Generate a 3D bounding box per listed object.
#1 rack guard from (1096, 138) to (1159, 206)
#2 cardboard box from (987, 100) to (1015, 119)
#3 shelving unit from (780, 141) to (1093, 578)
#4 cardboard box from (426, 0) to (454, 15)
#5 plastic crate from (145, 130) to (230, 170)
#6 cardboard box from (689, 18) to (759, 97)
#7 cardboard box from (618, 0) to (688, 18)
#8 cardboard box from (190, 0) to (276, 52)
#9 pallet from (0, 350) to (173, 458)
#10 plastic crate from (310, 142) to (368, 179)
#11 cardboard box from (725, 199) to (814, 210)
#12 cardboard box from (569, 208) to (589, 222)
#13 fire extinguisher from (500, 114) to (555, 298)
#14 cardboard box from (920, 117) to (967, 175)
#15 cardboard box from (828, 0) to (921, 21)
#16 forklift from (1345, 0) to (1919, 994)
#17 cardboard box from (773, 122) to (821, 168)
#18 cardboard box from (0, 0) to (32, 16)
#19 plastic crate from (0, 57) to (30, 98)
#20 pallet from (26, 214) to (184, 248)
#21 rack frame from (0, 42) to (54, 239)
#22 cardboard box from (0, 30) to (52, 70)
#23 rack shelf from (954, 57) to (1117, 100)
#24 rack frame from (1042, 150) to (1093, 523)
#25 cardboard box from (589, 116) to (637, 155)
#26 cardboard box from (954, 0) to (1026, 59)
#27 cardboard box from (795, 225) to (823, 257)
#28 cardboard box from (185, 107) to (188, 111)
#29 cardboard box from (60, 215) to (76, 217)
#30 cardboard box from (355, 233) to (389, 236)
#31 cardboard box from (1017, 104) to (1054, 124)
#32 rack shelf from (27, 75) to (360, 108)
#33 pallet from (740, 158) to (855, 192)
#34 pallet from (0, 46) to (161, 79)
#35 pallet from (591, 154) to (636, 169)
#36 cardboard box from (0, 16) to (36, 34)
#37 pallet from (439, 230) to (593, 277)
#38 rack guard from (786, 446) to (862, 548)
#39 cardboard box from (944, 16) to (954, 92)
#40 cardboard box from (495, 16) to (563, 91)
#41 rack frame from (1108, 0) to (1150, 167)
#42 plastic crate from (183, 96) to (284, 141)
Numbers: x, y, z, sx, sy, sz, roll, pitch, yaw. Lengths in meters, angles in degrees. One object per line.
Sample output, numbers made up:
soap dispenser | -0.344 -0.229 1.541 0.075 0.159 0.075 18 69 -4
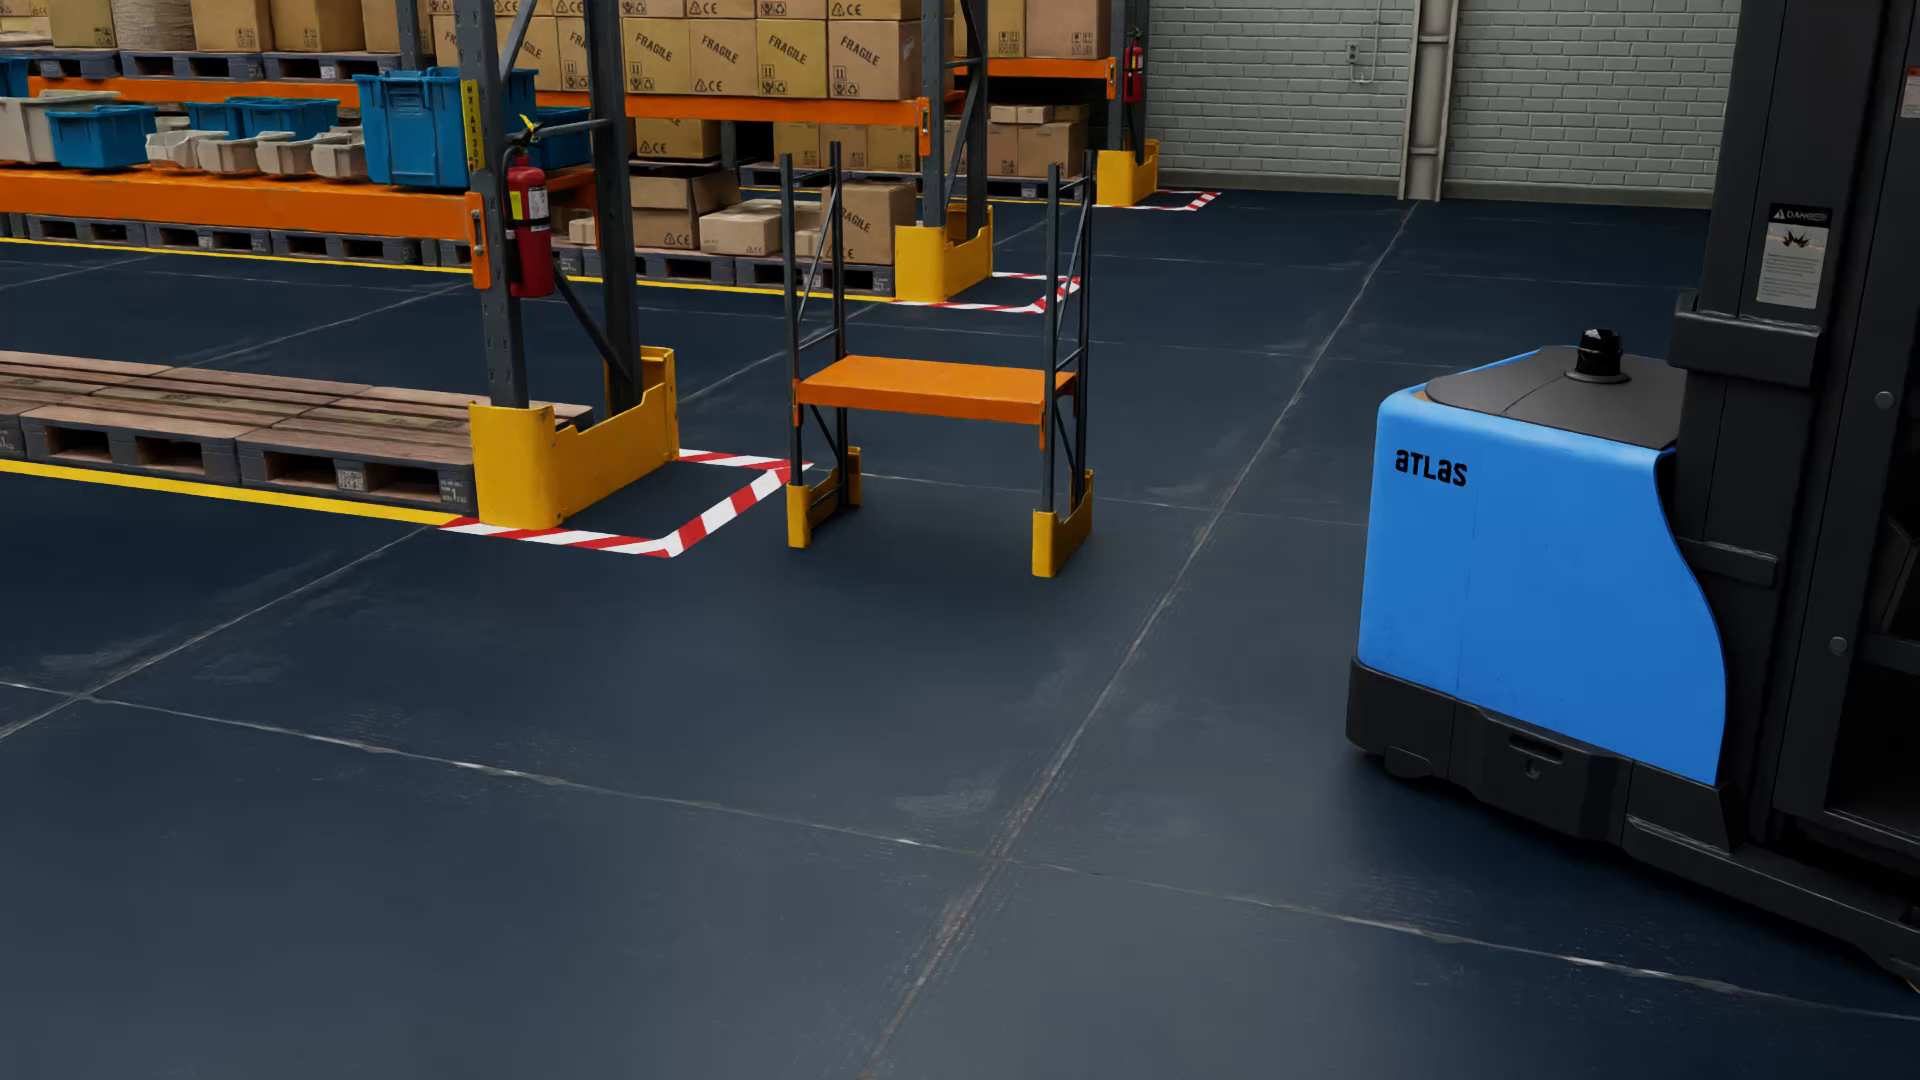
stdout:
rack guard | 1.617 -3.544 15.983 0.348 0.500 1.175 7 20 18
cardboard box | 0.369 -4.226 16.316 0.250 0.149 0.380 7 20 19
shelving unit | -0.072 -0.716 6.353 1.083 1.500 0.587 7 20 18
cardboard box | -3.453 -3.999 11.821 0.500 0.500 0.500 7 20 19
plastic crate | -3.312 -1.666 7.109 0.250 0.136 0.298 7 20 18
cardboard box | -1.501 -3.308 11.356 0.500 0.500 0.500 7 20 18
cardboard box | -1.992 -3.832 11.343 0.500 0.500 0.500 7 20 20
cardboard box | -5.495 -4.035 12.806 0.500 0.500 0.700 1 19 4
pallet | -4.728 -0.694 8.248 1.213 0.211 1.003 7 20 18
plastic crate | -2.486 -1.582 6.867 0.243 0.136 0.396 7 20 18
cardboard box | -1.393 -2.350 12.271 0.500 0.250 0.500 7 20 18
cardboard box | -2.801 -2.485 12.810 0.250 0.149 0.380 7 20 18
fire extinguisher | -1.663 -1.276 6.364 0.183 0.674 0.296 7 20 18
cardboard box | -0.047 -3.897 16.359 0.500 0.500 0.700 6 20 16
cardboard box | -0.538 -3.668 10.871 0.500 0.500 0.500 6 20 18
forklift | 2.474 -0.509 3.585 1.130 2.935 3.031 -17 25 -40
cardboard box | -1.511 -4.064 16.838 0.500 0.500 0.700 7 20 19
cardboard box | -10.762 -6.323 19.216 0.500 0.500 0.500 6 20 18
plastic crate | -4.882 -2.155 8.134 0.575 0.384 0.392 7 20 18
pallet | -6.892 -2.641 13.832 1.213 0.211 1.003 7 20 18
rack frame | -7.584 -4.050 13.638 0.127 3.000 1.000 7 20 18
cardboard box | -7.914 -4.061 13.805 0.500 0.311 0.500 8 21 21
rack shelf | -0.295 -4.603 16.317 4.000 0.370 1.077 7 20 18
rack frame | 0.400 -0.663 6.198 0.032 1.500 0.500 7 20 18
cardboard box | -3.681 -4.467 17.462 0.750 0.750 0.750 7 20 20
cardboard box | 0.419 -4.995 15.894 0.700 0.700 0.980 6 20 18
cardboard box | -0.975 -2.110 11.708 0.250 0.166 0.380 7 20 18
cardboard box | -8.535 -4.936 19.308 0.500 0.500 0.700 6 20 17
cardboard box | -7.248 -2.940 13.582 0.500 0.500 0.500 7 21 20
cardboard box | -4.366 -2.610 12.635 0.500 0.500 0.500 6 20 18
cardboard box | 0.719 -4.053 15.820 0.250 0.149 0.380 6 20 17
rack shelf | -5.695 -3.495 13.137 4.000 0.370 1.077 7 20 18
pallet | -1.491 -3.736 16.972 1.213 0.211 1.003 7 20 18
pallet | -6.921 -3.908 13.523 1.003 0.211 1.213 7 20 18
pallet | -4.094 -4.033 17.826 1.213 0.211 1.003 7 20 18
cardboard box | -10.756 -5.975 19.357 0.500 0.250 0.500 7 20 18
pallet | -3.158 -2.227 12.644 1.213 0.211 1.003 7 20 18
rack guard | -0.542 -0.180 6.713 0.087 0.250 0.587 7 20 18
cardboard box | -0.360 -3.363 11.516 0.500 0.500 0.500 7 20 19
cardboard box | -2.929 -3.471 11.826 0.500 0.500 0.500 7 20 19
rack frame | 1.595 -4.727 15.579 0.127 3.000 1.000 7 20 18
plastic crate | -3.309 -1.899 7.631 0.300 0.233 0.416 7 20 18
